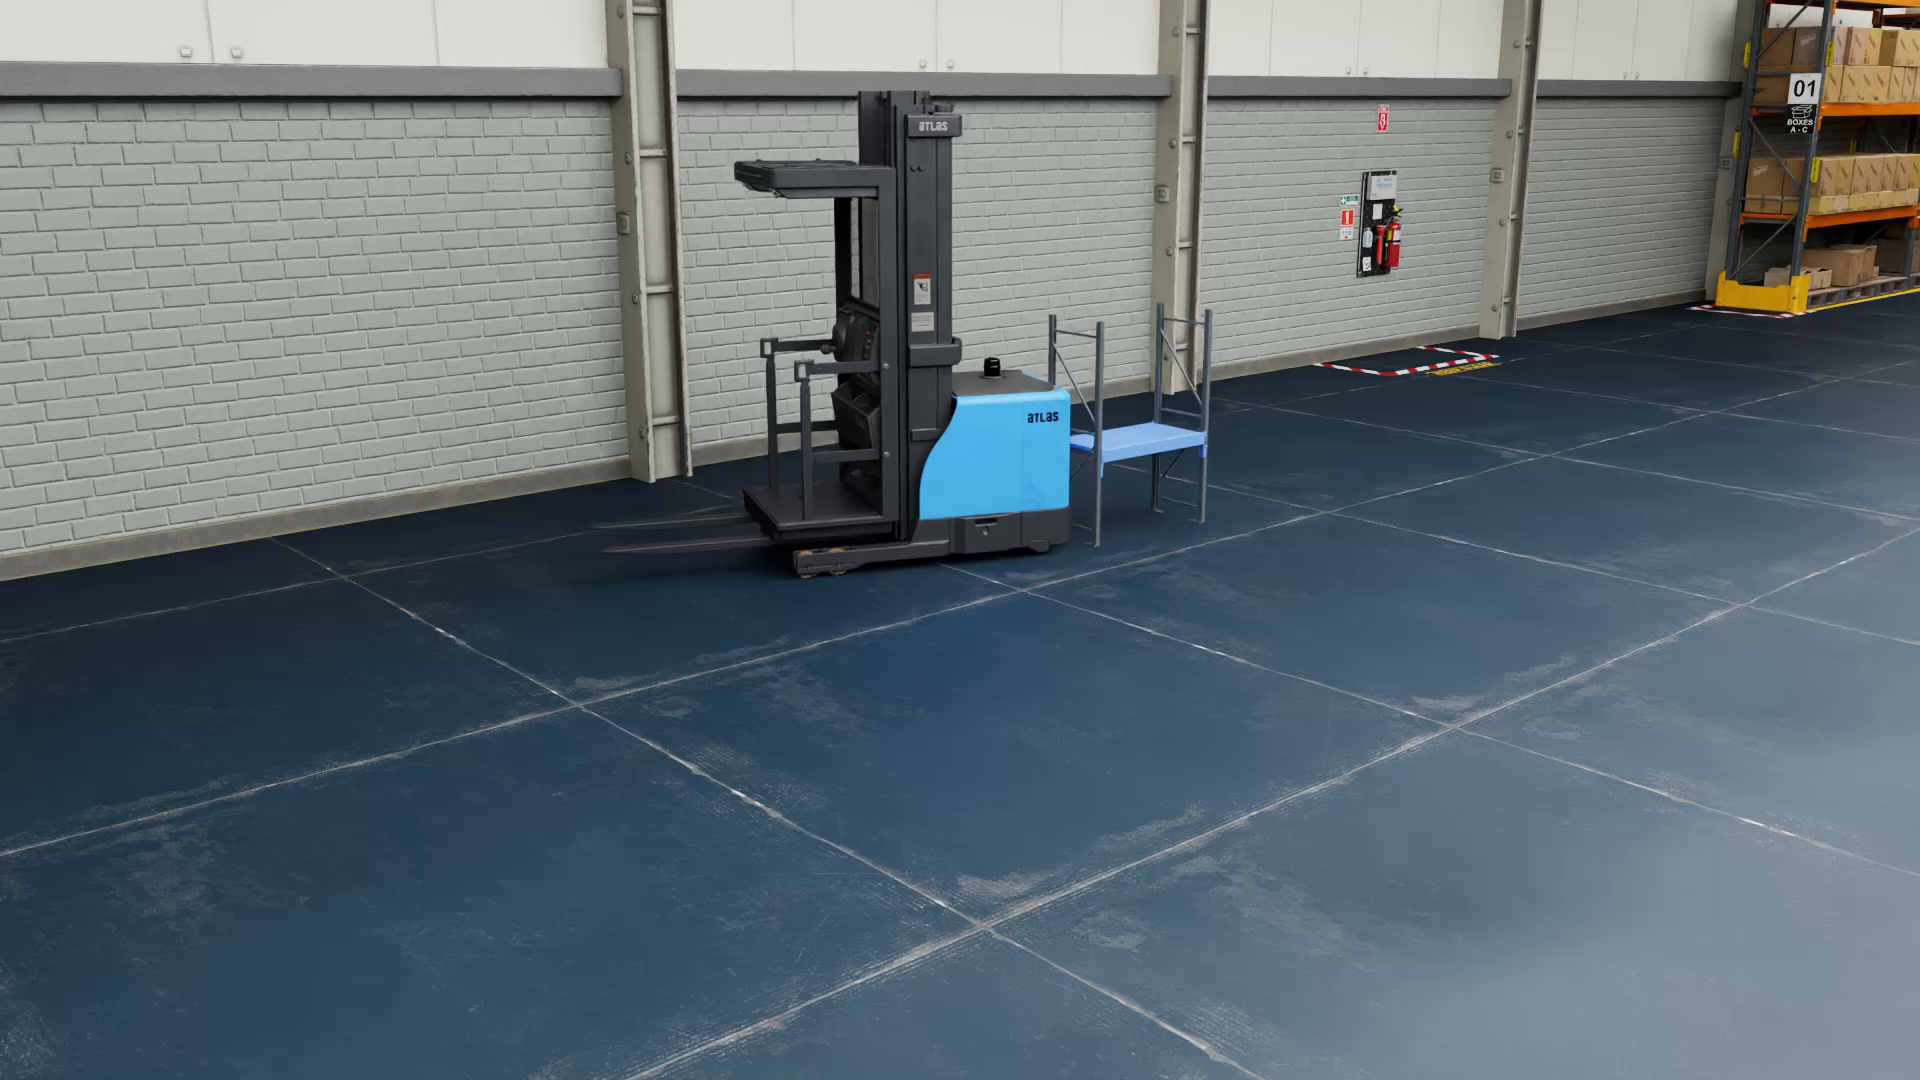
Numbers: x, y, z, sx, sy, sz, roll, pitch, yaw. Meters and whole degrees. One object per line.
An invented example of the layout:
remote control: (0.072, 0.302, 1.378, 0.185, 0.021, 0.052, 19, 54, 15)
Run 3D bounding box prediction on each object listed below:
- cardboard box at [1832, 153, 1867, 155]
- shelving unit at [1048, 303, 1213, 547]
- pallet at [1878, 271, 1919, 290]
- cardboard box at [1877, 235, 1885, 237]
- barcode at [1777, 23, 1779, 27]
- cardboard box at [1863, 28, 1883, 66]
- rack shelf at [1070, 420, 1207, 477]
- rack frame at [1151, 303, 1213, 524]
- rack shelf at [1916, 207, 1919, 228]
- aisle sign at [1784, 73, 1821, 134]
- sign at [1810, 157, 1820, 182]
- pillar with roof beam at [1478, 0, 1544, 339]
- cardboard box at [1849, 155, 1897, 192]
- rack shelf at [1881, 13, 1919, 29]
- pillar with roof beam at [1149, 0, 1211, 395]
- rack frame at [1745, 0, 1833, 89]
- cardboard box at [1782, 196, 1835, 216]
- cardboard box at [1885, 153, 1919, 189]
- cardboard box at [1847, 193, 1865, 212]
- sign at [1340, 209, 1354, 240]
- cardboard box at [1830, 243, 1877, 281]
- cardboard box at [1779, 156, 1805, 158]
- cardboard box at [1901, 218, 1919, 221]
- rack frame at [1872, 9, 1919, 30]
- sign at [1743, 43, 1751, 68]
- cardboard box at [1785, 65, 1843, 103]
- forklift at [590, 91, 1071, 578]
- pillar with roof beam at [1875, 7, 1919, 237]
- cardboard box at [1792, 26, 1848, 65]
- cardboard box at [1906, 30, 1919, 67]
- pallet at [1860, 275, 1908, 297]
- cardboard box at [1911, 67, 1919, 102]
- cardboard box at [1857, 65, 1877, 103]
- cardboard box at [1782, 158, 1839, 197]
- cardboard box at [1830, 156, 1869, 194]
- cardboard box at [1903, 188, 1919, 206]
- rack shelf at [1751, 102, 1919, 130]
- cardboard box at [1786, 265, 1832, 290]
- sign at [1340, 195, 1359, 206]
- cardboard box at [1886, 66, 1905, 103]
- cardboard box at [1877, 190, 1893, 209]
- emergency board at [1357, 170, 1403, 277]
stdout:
cardboard box: (13.390, -5.569, 25.086, 0.500, 0.500, 0.500, -13, 20, -40)
shelving unit: (1.157, -0.810, 11.375, 1.048, 1.500, 0.538, -12, 19, -37)
pallet: (14.861, -4.180, 26.491, 1.213, 0.211, 1.003, -13, 19, -39)
cardboard box: (15.176, -4.626, 26.746, 0.500, 0.500, 0.700, -13, 20, -40)
barcode: (11.465, -7.206, 23.308, 0.075, 0.075, 0.001, -13, 19, -39)
cardboard box: (12.498, -6.890, 23.250, 0.500, 0.500, 0.500, -12, 19, -38)
rack shelf: (1.157, -0.636, 11.422, 1.000, 0.185, 0.538, -12, 19, -37)
rack frame: (1.552, -0.892, 11.684, 0.032, 1.500, 0.500, -12, 19, -37)
rack shelf: (15.784, -5.387, 26.998, 4.000, 0.370, 1.077, -13, 19, -39)
aisle sign: (11.400, -5.903, 22.500, 0.004, 0.787, 0.394, -13, 19, -39)
sign: (11.614, -5.030, 22.593, 0.005, 0.325, 0.100, -13, 19, -39)
pillar with roof beam: (9.517, -6.049, 16.457, 0.400, 9.000, 9.100, -13, 19, -39)
cardboard box: (13.361, -5.386, 24.399, 0.500, 0.500, 0.500, -13, 20, -41)
rack shelf: (15.784, -8.092, 26.275, 4.000, 0.370, 1.077, -13, 19, -39)
pillar with roof beam: (4.991, -5.032, 12.652, 0.400, 9.000, 9.100, -13, 19, -39)
rack frame: (11.257, -7.616, 22.326, 0.127, 3.000, 1.000, -13, 19, -39)
cardboard box: (11.834, -4.676, 23.195, 0.500, 0.250, 0.500, -13, 20, -41)
cardboard box: (14.121, -5.555, 25.031, 0.500, 0.500, 0.500, -13, 20, -39)
cardboard box: (12.604, -4.852, 23.853, 0.500, 0.250, 0.500, -13, 20, -40)
sign: (4.317, -3.521, 18.549, 0.234, 0.329, 0.001, -13, 19, -39)
cardboard box: (13.518, -4.217, 25.215, 0.500, 0.500, 0.500, 14, 21, 43)
cardboard box: (11.860, -5.222, 23.786, 0.500, 0.500, 0.500, -12, 19, -39)
cardboard box: (15.539, -5.055, 26.899, 0.500, 0.250, 0.500, -13, 20, -41)
rack frame: (14.275, -8.294, 24.862, 0.127, 3.000, 1.000, -13, 19, -39)
sign: (10.908, -6.706, 23.016, 0.005, 0.325, 0.100, -13, 19, -39)
cardboard box: (11.674, -6.233, 22.727, 0.500, 0.500, 0.500, -12, 19, -38)
forklift: (-0.847, -1.333, 10.560, 3.031, 2.935, 1.130, -5, 16, -18)
pillar with roof beam: (18.570, -8.082, 24.068, 0.400, 9.000, 9.100, -13, 19, -39)
cardboard box: (11.707, -6.726, 22.636, 0.500, 0.500, 0.500, 14, 21, 43)
cardboard box: (13.666, -7.153, 24.233, 0.500, 0.500, 0.500, -11, 19, -36)
pallet: (13.791, -3.928, 25.545, 1.213, 0.211, 1.003, -13, 19, -39)
cardboard box: (14.054, -6.769, 24.732, 0.500, 0.500, 0.500, -12, 19, -38)
cardboard box: (12.491, -6.406, 23.374, 0.500, 0.500, 0.500, -12, 19, -37)
cardboard box: (11.815, -5.040, 23.104, 0.500, 0.500, 0.500, -13, 19, -39)
cardboard box: (12.588, -5.208, 23.733, 0.500, 0.500, 0.500, -13, 20, -41)
cardboard box: (14.116, -5.193, 25.132, 0.500, 0.250, 0.500, -13, 19, -39)
rack shelf: (12.766, -6.158, 24.074, 4.000, 0.370, 1.077, -13, 19, -39)
cardboard box: (12.268, -3.828, 24.125, 0.500, 0.311, 0.500, -11, 18, -35)
sign: (4.326, -3.776, 18.478, 0.331, 0.109, 0.001, -13, 19, -39)
cardboard box: (13.273, -6.585, 24.043, 0.500, 0.500, 0.500, -14, 20, -41)
cardboard box: (13.366, -5.022, 24.492, 0.500, 0.250, 0.500, -13, 20, -40)
emergency board: (4.802, -3.577, 18.830, 0.643, 1.169, 0.194, -13, 19, -39)
